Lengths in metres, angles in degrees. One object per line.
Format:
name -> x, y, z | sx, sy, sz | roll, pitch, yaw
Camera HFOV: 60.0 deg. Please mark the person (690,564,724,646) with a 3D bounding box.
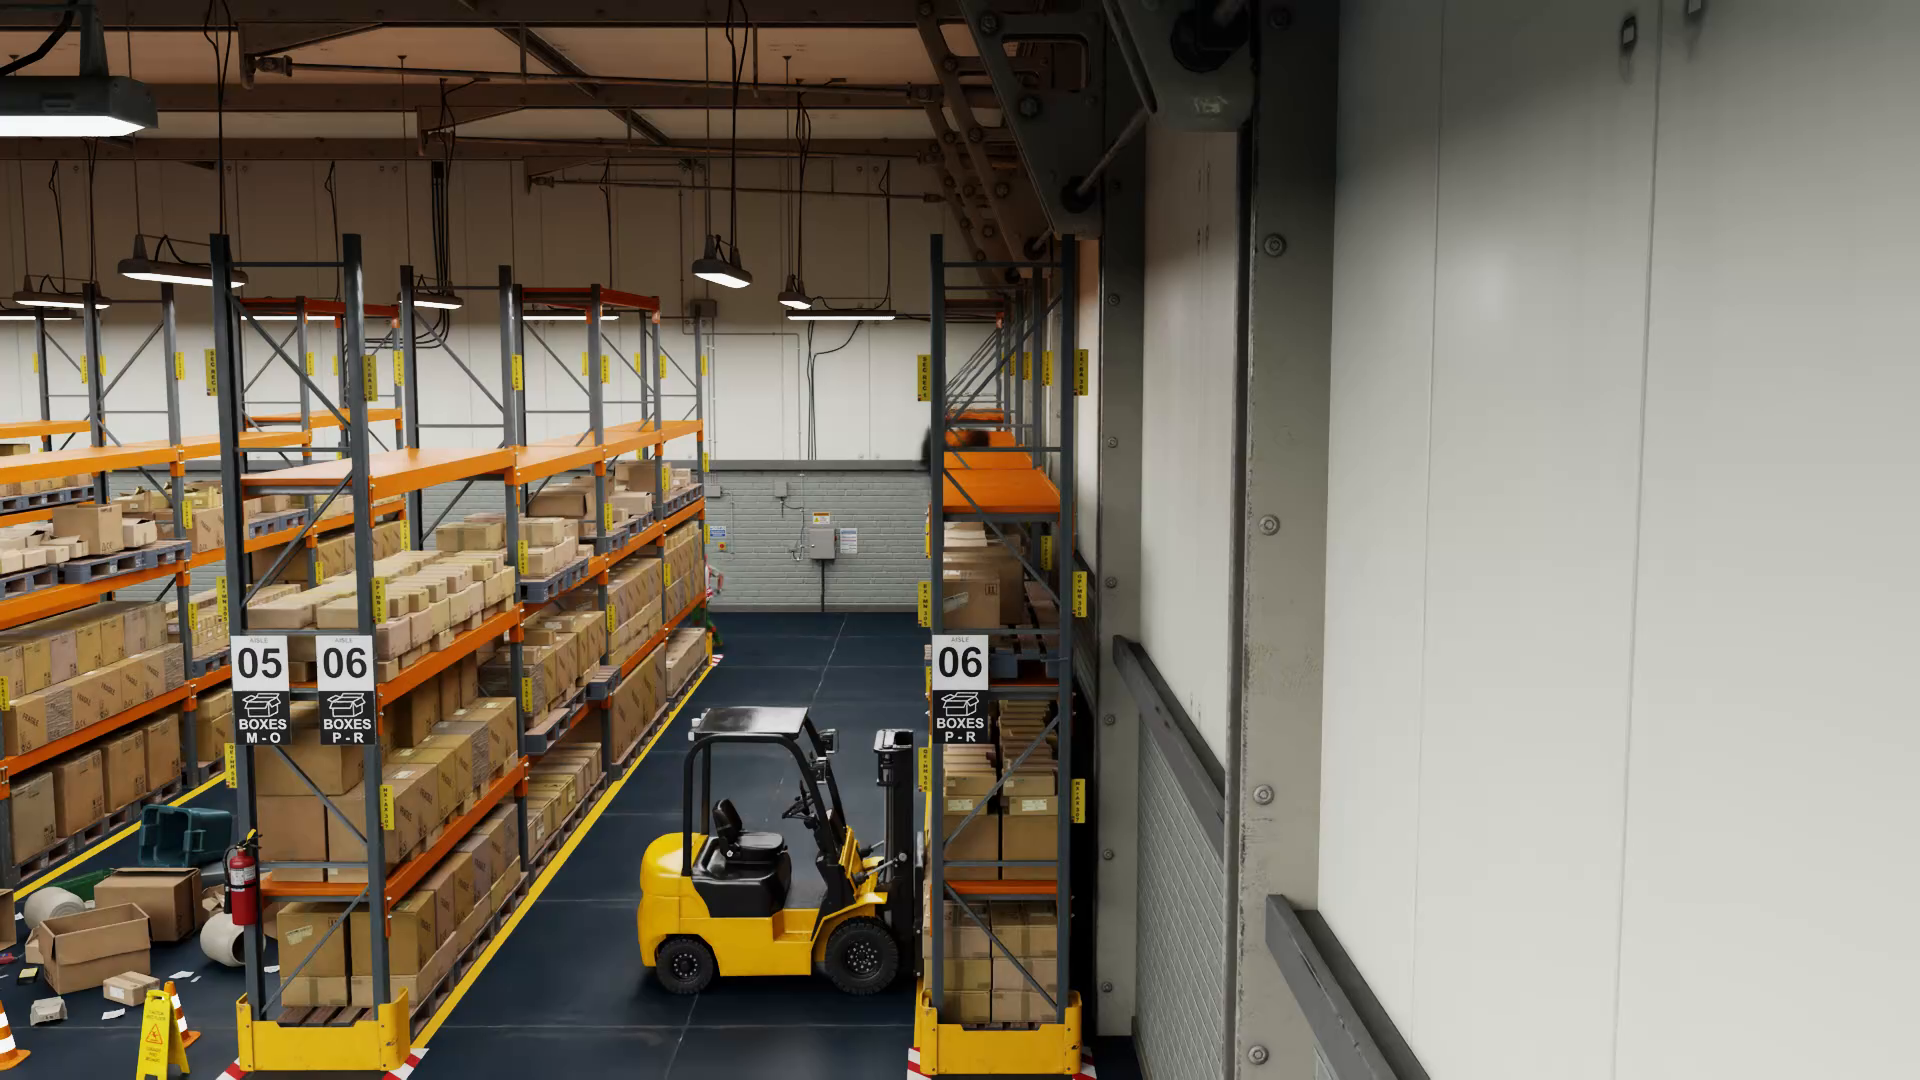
person -> -4.575, 1.047, 29.269 | 0.741, 1.763, 0.688 | 4, 7, 30
